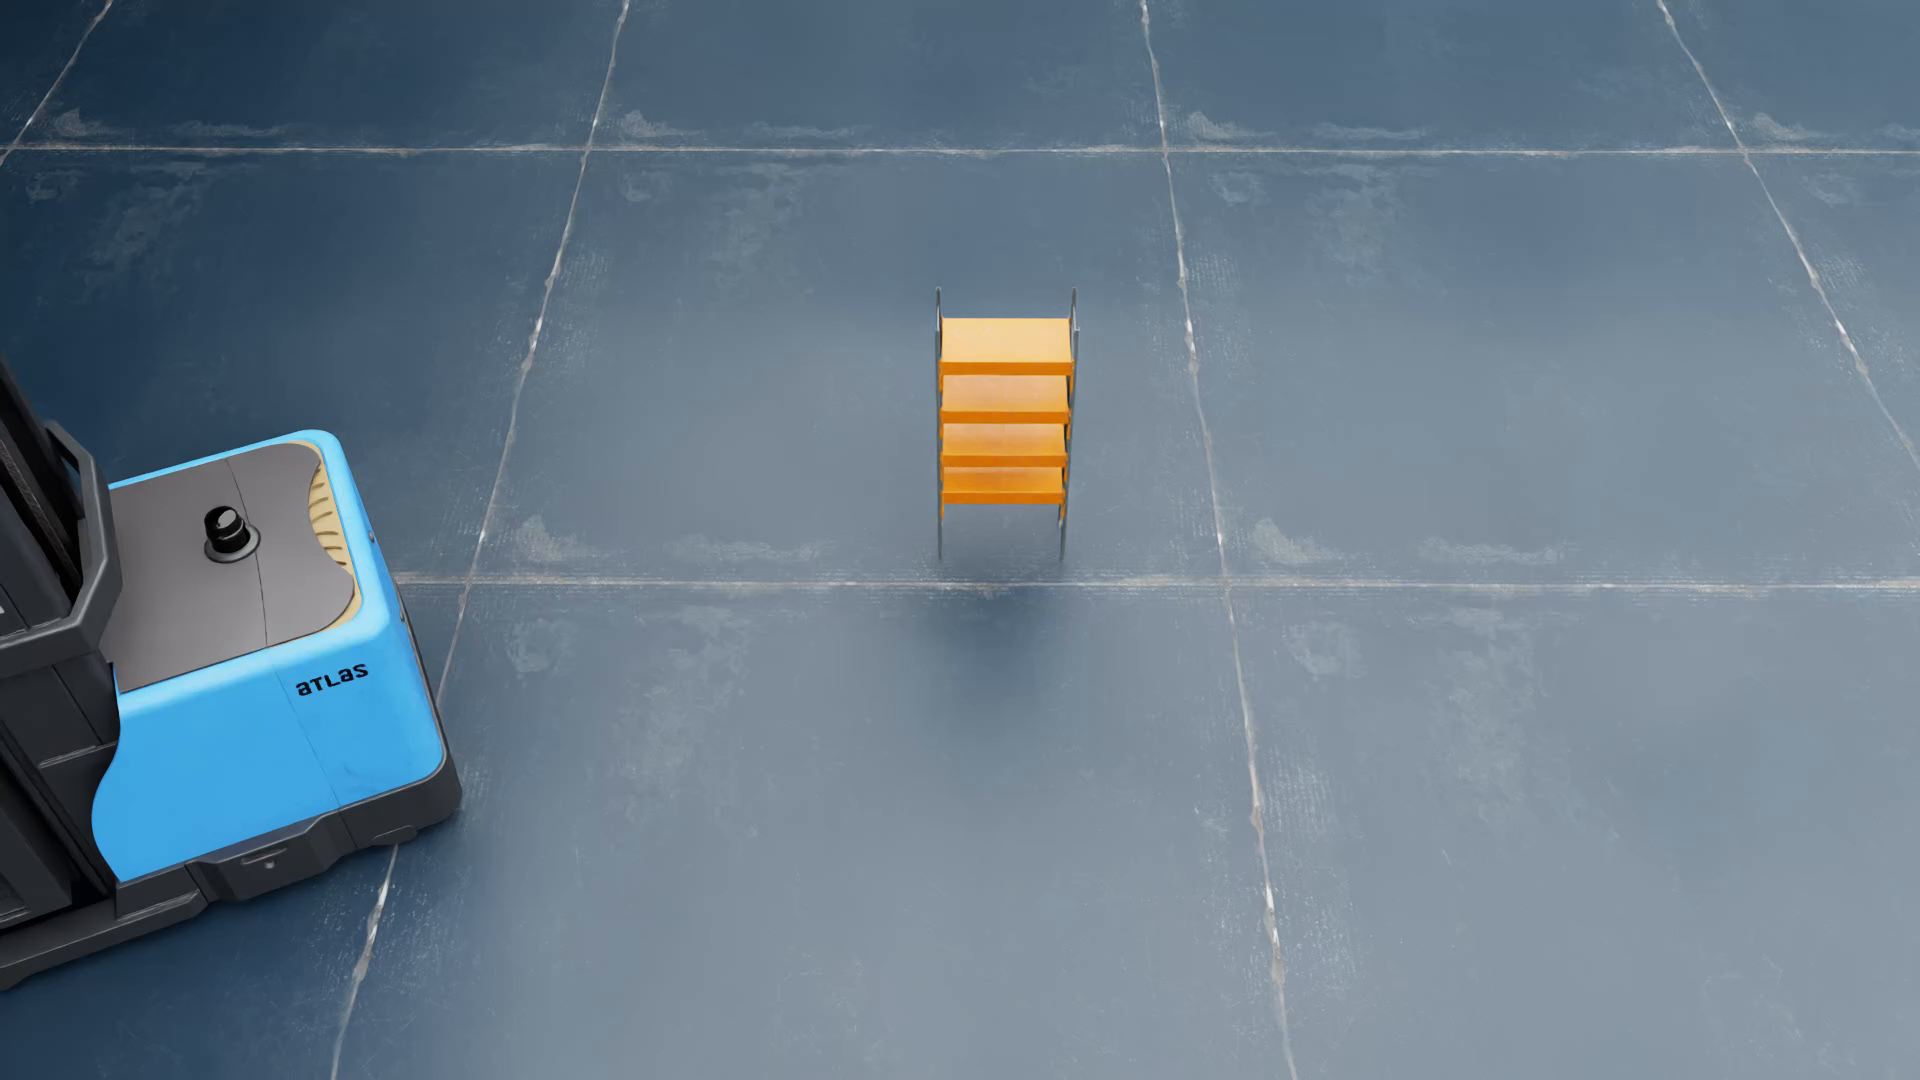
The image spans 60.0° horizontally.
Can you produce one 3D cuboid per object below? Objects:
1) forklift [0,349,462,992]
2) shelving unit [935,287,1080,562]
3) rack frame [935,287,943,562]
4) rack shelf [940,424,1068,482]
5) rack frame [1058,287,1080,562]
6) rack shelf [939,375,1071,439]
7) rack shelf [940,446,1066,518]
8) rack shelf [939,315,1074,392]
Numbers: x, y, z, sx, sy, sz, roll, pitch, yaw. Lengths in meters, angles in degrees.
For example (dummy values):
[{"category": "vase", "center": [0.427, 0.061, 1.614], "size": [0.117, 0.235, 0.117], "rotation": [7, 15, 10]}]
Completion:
[{"category": "forklift", "center": [-3.303, 0.105, 4.650], "size": [3.031, 2.935, 1.130], "rotation": [-18, 50, -16]}, {"category": "shelving unit", "center": [0.166, -0.408, 6.310], "size": [0.503, 1.200, 0.258], "rotation": [0, 47, 0]}, {"category": "rack frame", "center": [-0.078, -0.409, 6.311], "size": [0.015, 1.200, 0.240], "rotation": [0, 47, 0]}, {"category": "rack shelf", "center": [0.166, -0.363, 6.360], "size": [0.480, 0.148, 0.258], "rotation": [0, 47, 0]}, {"category": "rack frame", "center": [0.410, -0.408, 6.310], "size": [0.015, 1.200, 0.240], "rotation": [0, 47, 0]}, {"category": "rack shelf", "center": [0.166, -0.515, 6.196], "size": [0.480, 0.148, 0.258], "rotation": [0, 47, 0]}, {"category": "rack shelf", "center": [0.166, -0.227, 6.505], "size": [0.480, 0.148, 0.258], "rotation": [0, 47, 0]}, {"category": "rack shelf", "center": [0.166, -0.676, 6.023], "size": [0.480, 0.148, 0.258], "rotation": [0, 47, 0]}]
